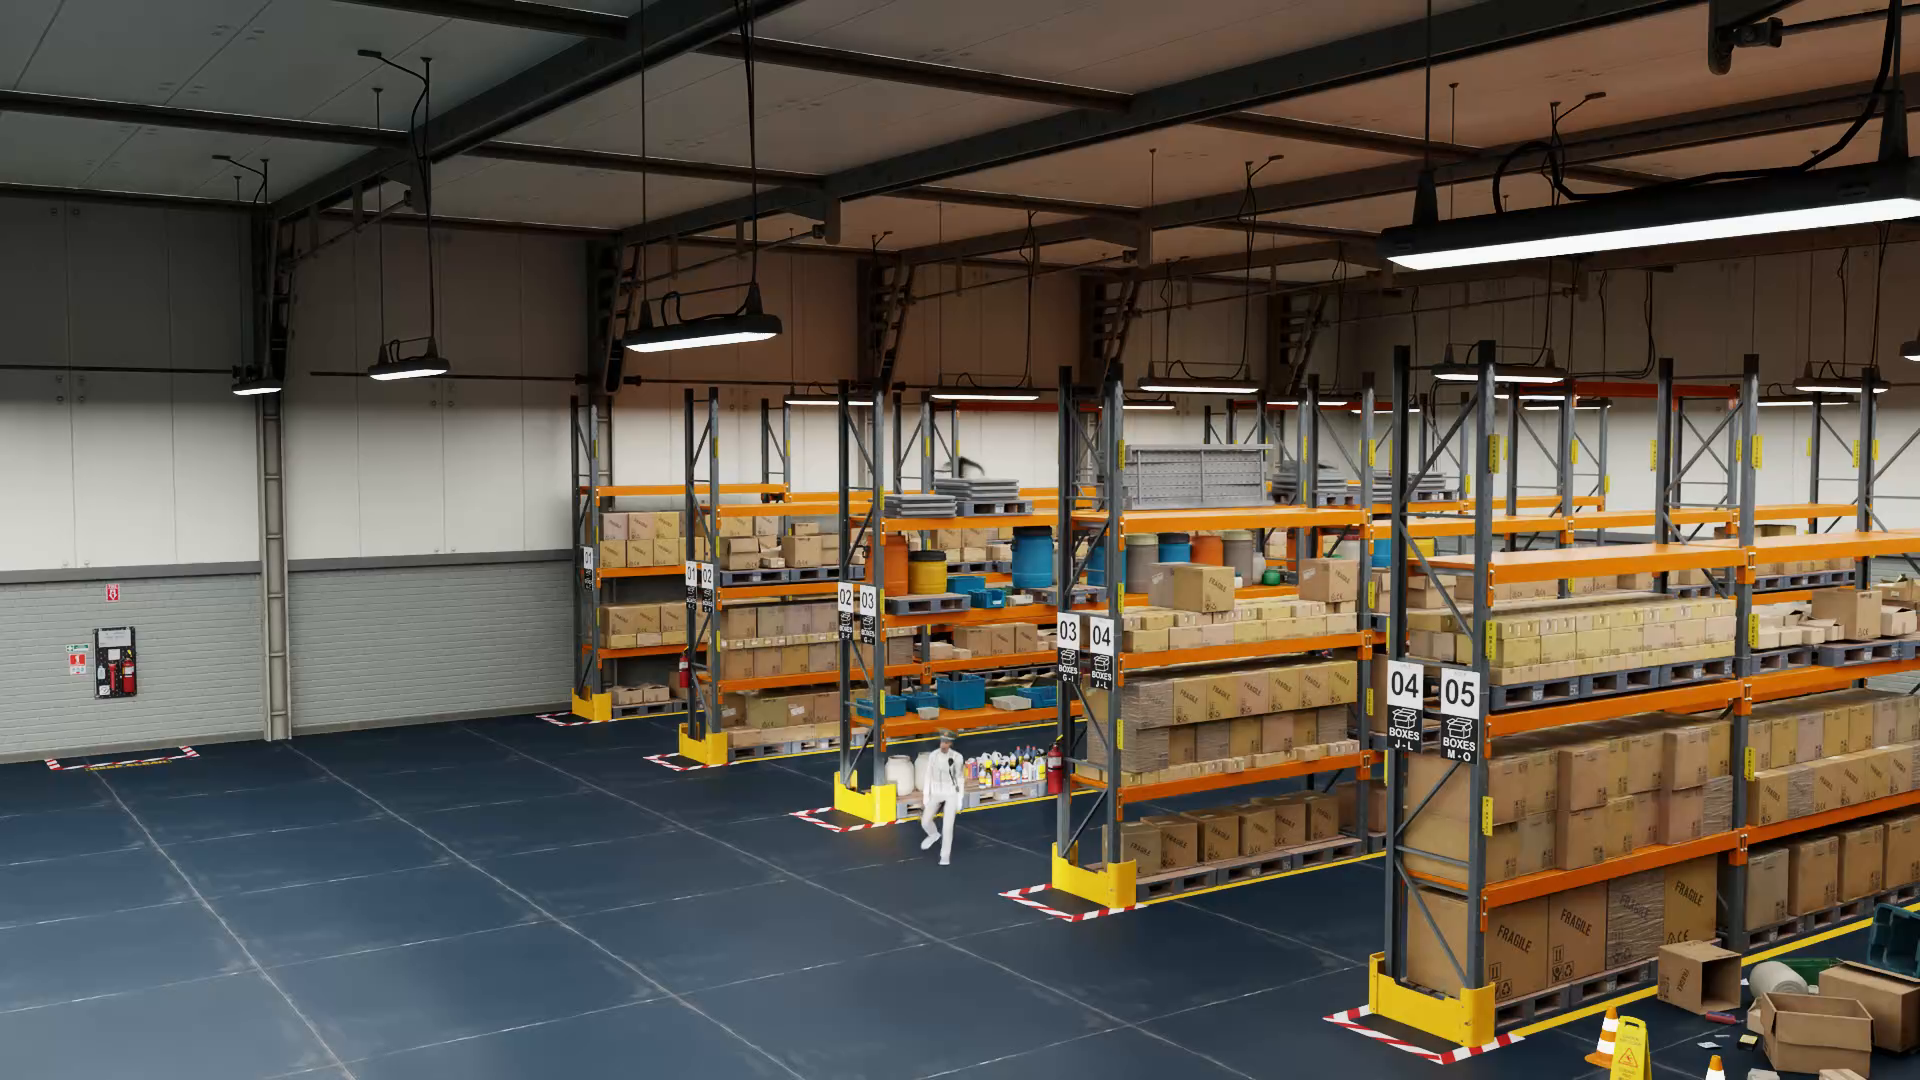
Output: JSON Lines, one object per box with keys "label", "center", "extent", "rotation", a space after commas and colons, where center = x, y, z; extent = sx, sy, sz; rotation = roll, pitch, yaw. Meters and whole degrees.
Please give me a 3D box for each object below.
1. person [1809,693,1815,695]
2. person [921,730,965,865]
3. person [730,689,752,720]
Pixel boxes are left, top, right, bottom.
{"label": "person", "center": [11.743, 2.951, 22.839], "extent": [0.852, 1.712, 0.587], "rotation": [-2, 4, -35]}
{"label": "person", "center": [-0.232, 3.105, 20.357], "extent": [0.654, 1.650, 0.564], "rotation": [1, 4, 19]}
{"label": "person", "center": [-3.893, 2.526, 29.480], "extent": [0.769, 1.703, 0.706], "rotation": [-2, 4, -29]}
